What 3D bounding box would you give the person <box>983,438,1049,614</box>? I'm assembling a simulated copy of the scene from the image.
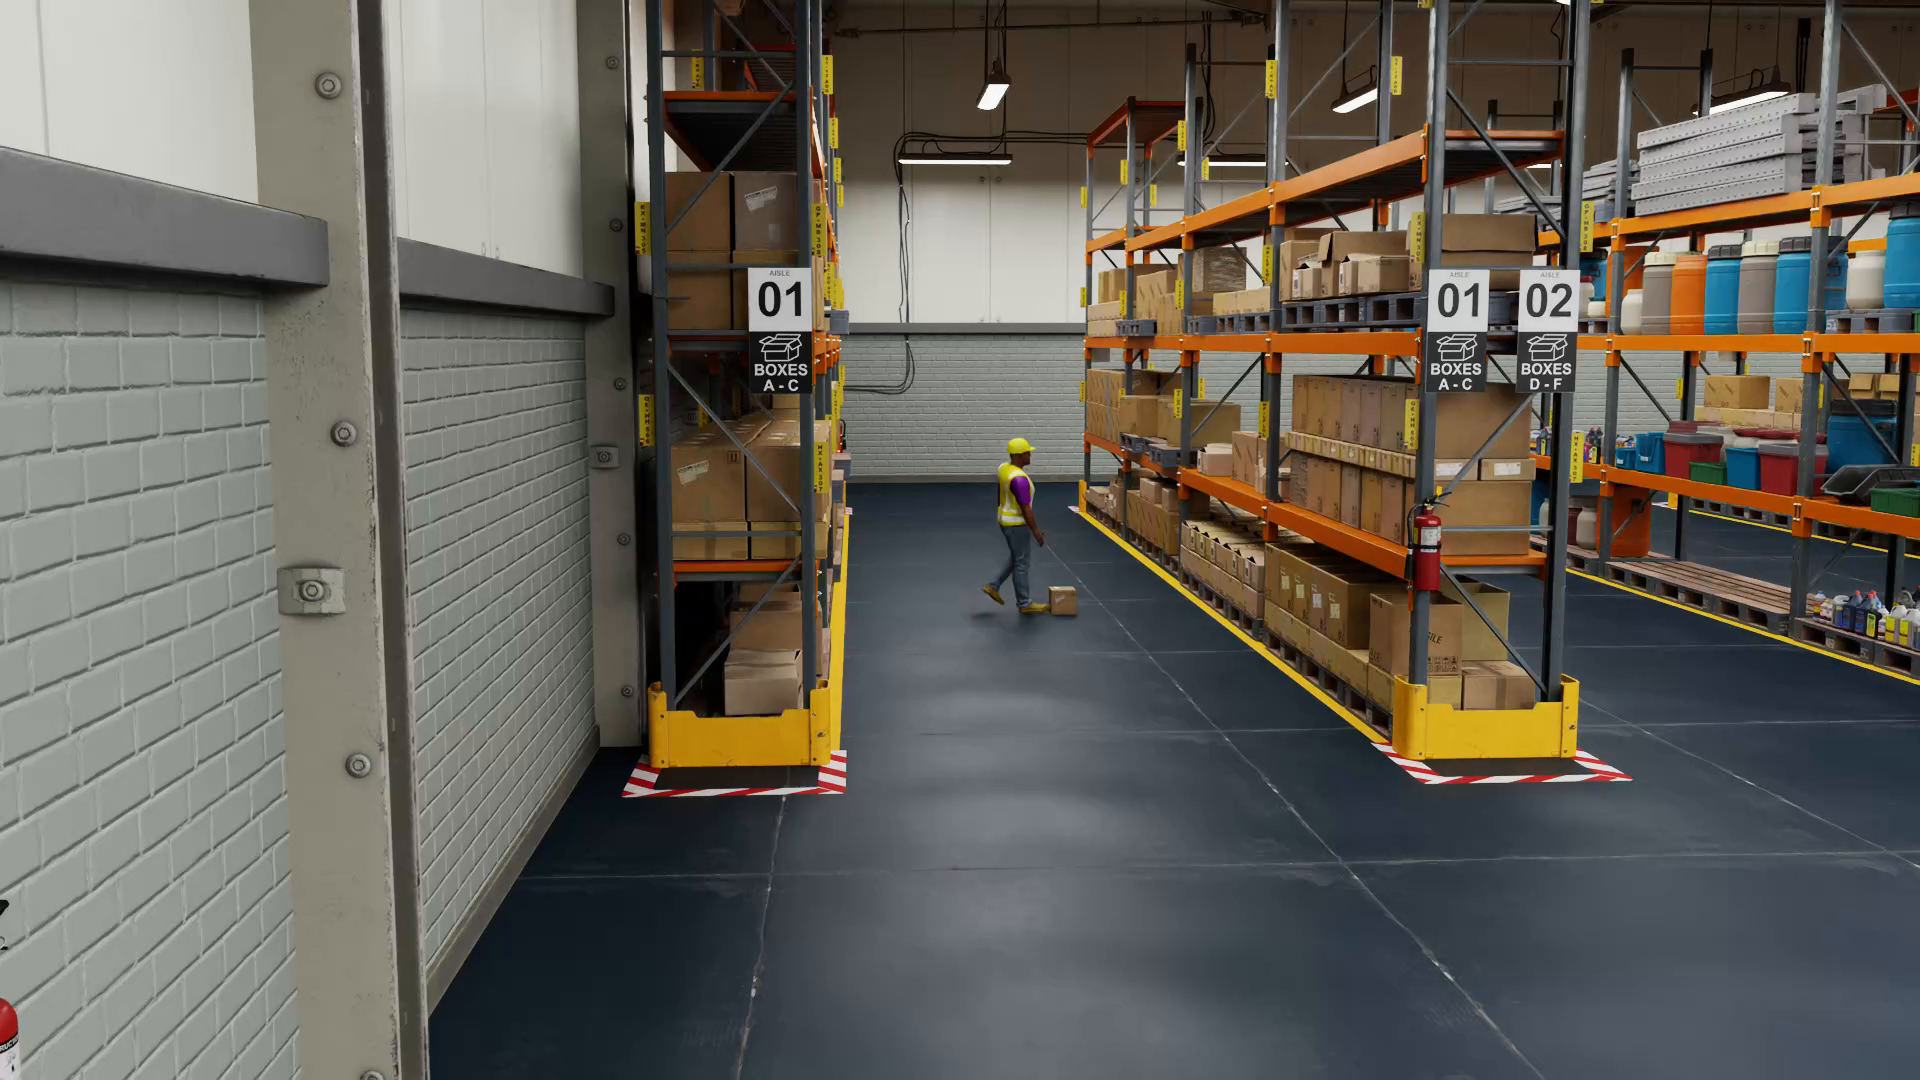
[{"bbox_3d":[0.576,-0.146,16.736,0.642,1.773,0.639,-1,7,-9],"label":"person"}]
